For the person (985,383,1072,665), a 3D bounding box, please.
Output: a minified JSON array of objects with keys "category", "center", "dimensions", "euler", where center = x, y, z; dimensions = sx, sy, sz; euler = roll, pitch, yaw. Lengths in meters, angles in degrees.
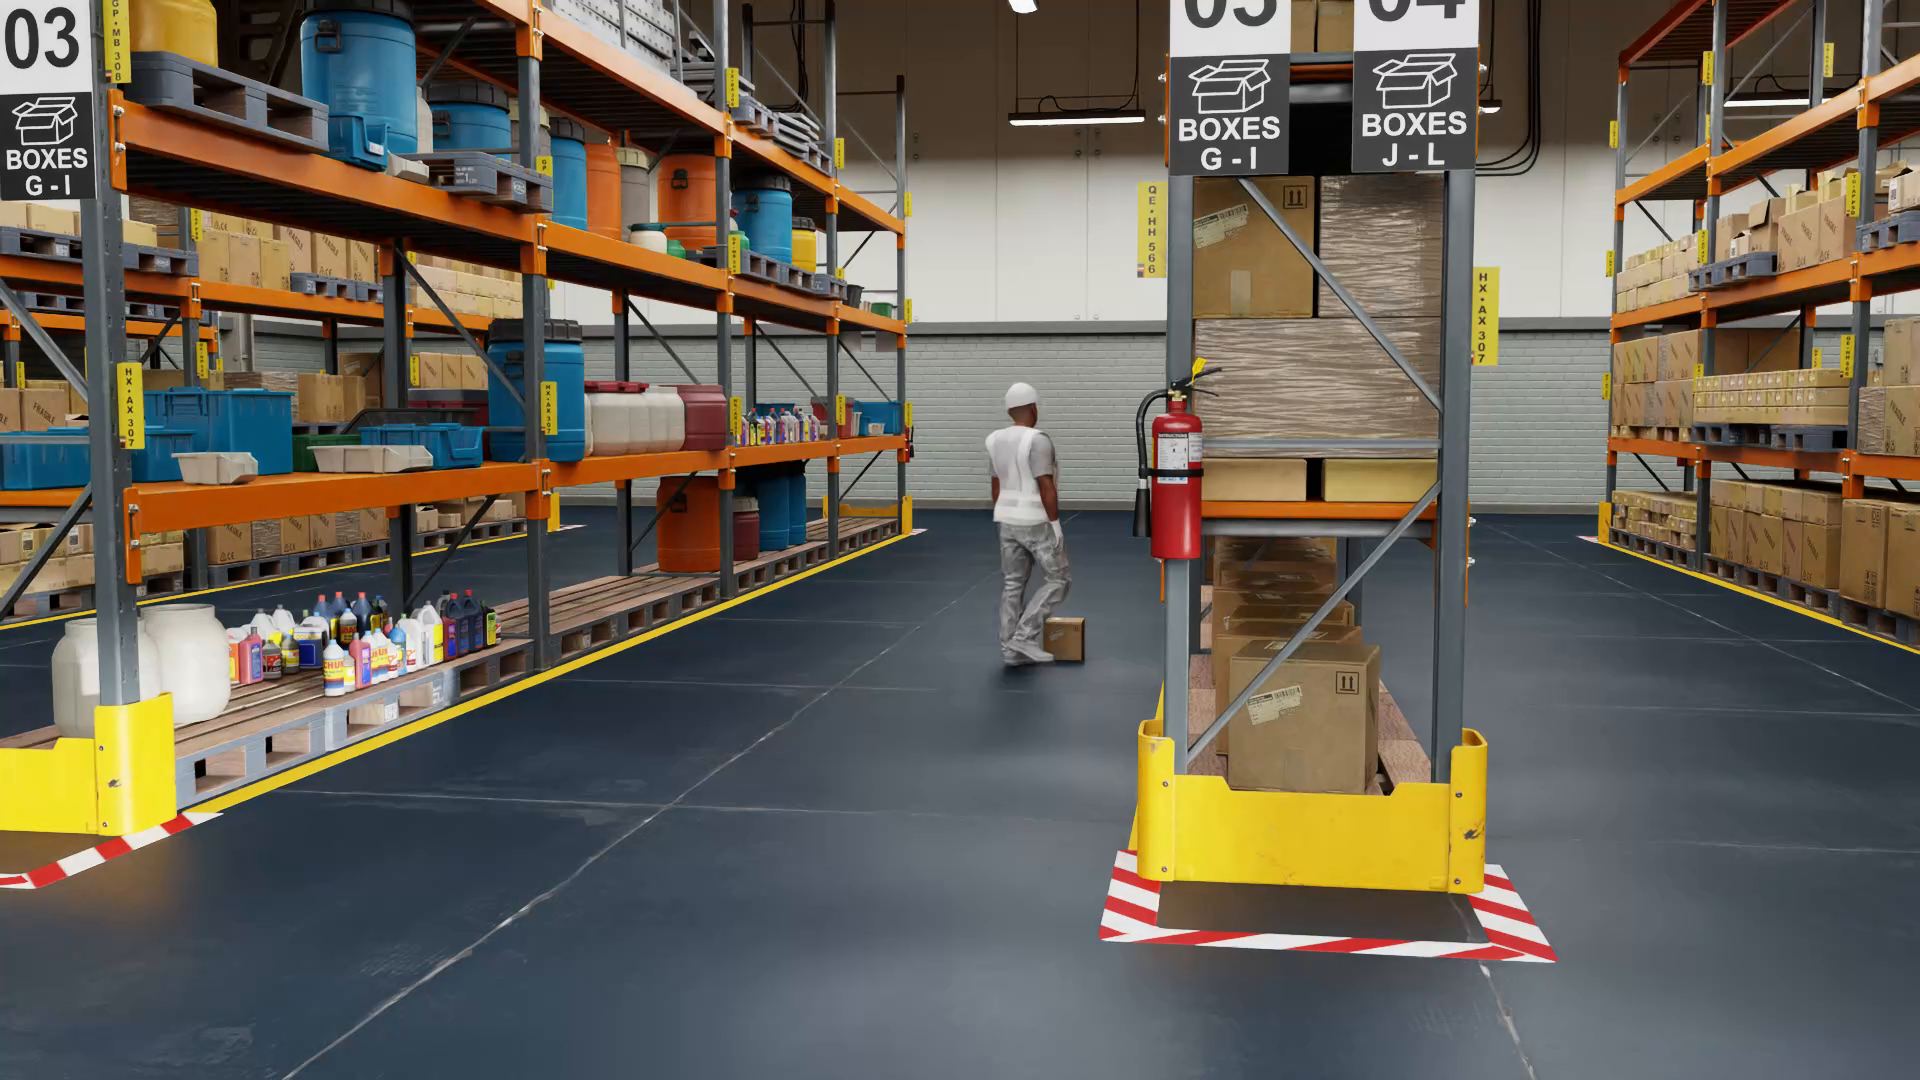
[{"category":"person","center":[0.430,-0.094,10.444],"dimensions":[0.418,1.783,0.620],"euler":[-3,5,-34]}]
